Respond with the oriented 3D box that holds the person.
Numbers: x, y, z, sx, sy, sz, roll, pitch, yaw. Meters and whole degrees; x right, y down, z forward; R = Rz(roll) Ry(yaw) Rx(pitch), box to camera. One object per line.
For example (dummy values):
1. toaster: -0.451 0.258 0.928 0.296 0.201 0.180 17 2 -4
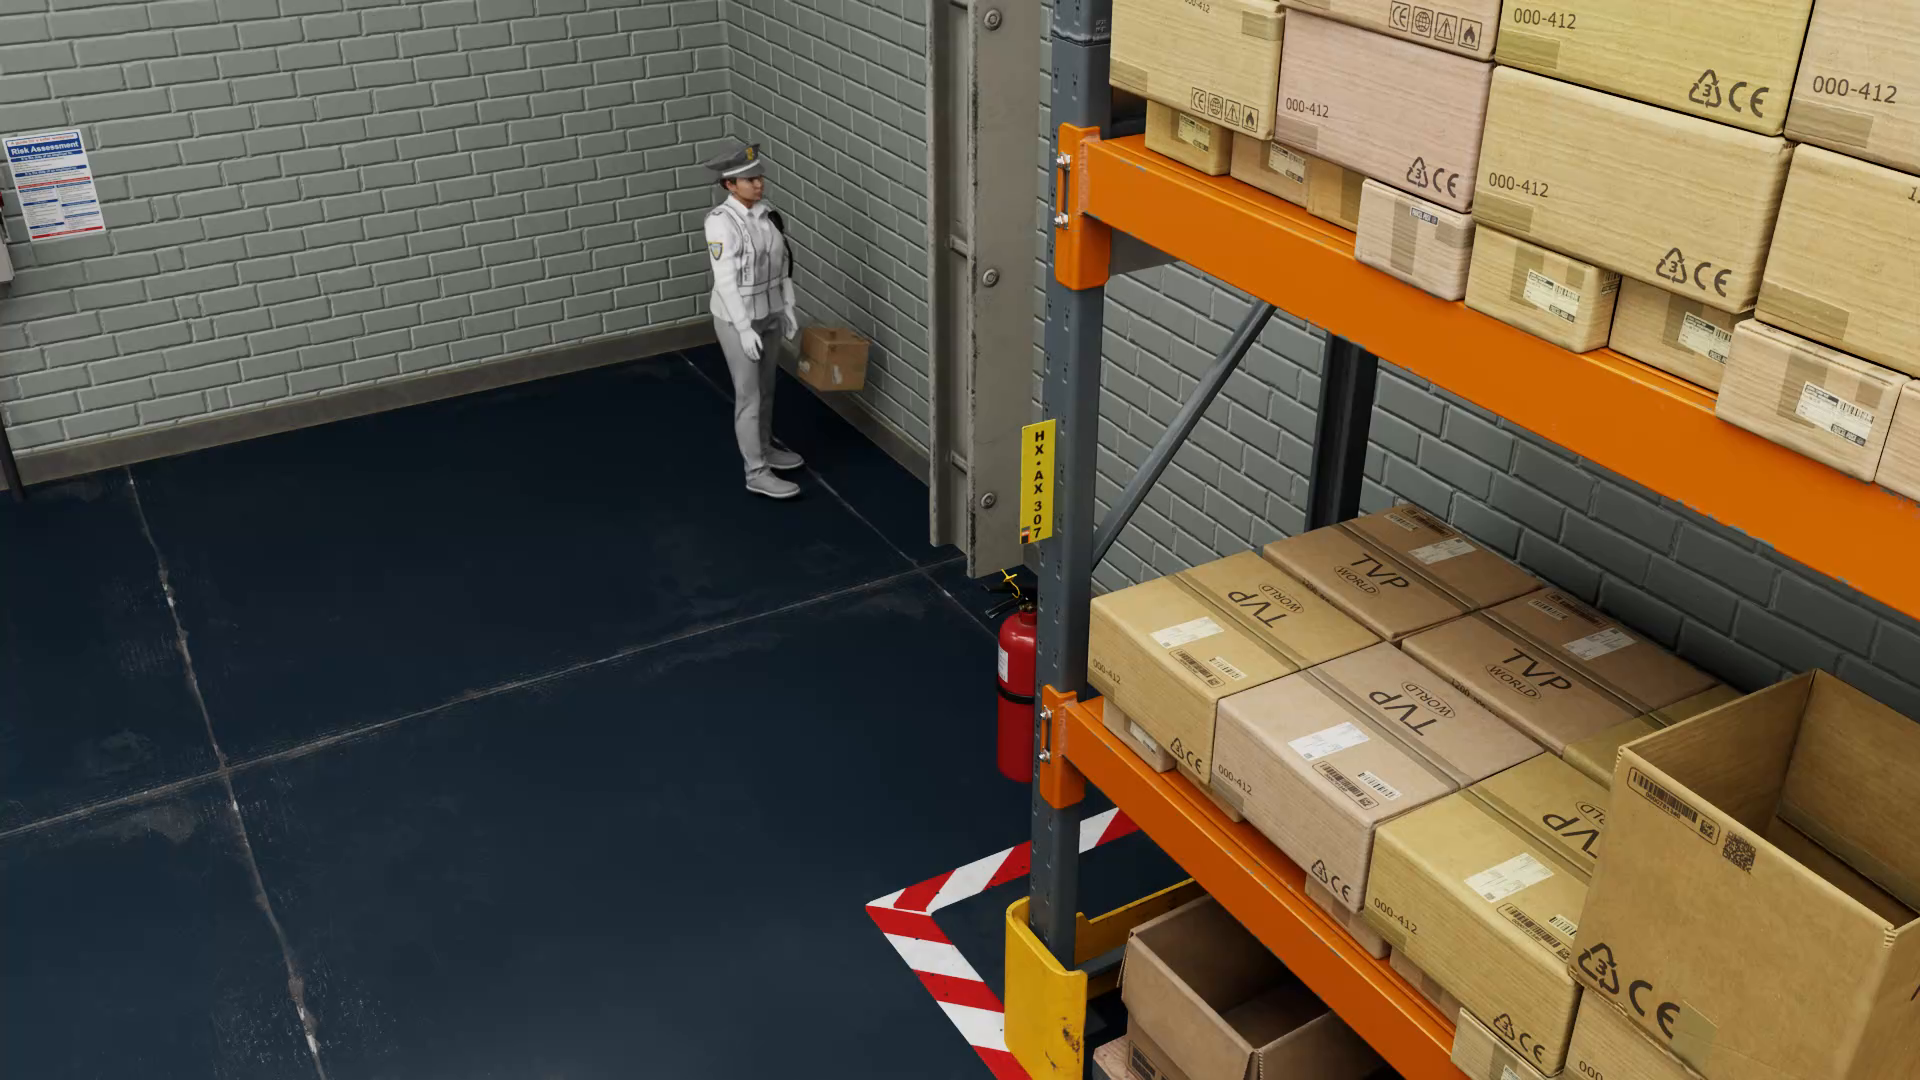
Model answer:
1. person: -0.922 -1.046 7.927 0.476 1.696 0.512 16 33 27
